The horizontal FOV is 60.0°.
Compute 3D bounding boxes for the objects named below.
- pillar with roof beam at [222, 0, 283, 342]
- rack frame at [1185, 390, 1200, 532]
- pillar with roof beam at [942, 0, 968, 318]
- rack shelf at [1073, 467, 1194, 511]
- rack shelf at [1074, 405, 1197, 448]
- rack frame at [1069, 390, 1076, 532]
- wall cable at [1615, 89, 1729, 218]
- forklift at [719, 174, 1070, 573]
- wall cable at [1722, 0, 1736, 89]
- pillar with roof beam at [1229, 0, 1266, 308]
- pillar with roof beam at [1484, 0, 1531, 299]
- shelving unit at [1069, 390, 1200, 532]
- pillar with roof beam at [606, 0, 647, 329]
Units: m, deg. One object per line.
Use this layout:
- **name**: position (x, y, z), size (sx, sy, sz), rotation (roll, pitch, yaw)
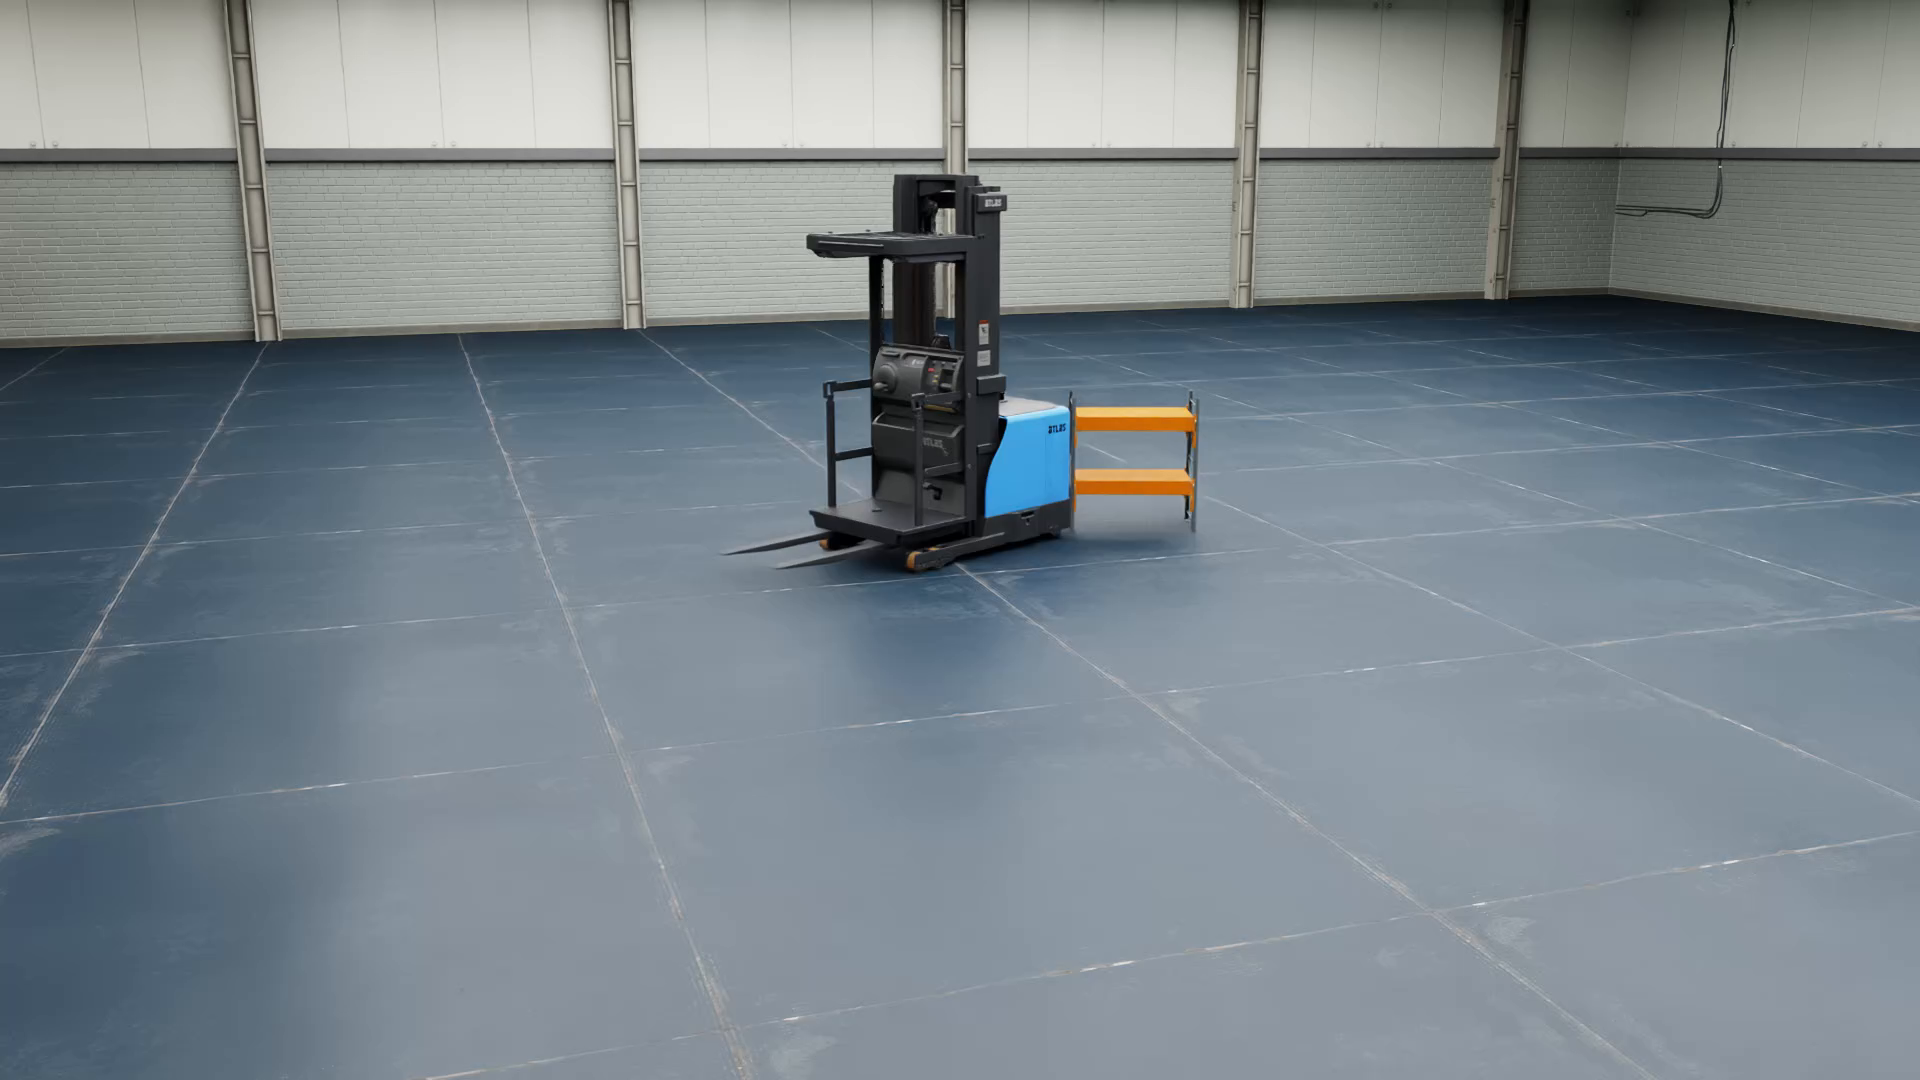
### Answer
- **pillar with roof beam**: position (-10.087, -6.750, 22.573), size (0.400, 9.000, 9.100), rotation (-4, 14, -18)
- **rack frame**: position (1.958, -0.671, 14.033), size (0.032, 1.125, 0.500), rotation (0, 13, 1)
- **pillar with roof beam**: position (1.287, -7.635, 26.296), size (0.400, 9.000, 9.100), rotation (-4, 14, -18)
- **rack shelf**: position (1.450, -0.434, 14.095), size (1.000, 0.278, 0.538), rotation (0, 13, 1)
- **rack shelf**: position (1.450, -0.957, 13.971), size (1.000, 0.278, 0.538), rotation (0, 13, 1)
- **rack frame**: position (0.942, -0.674, 14.045), size (0.032, 1.125, 0.500), rotation (0, 13, 1)
- **wall cable**: position (14.501, -7.882, 34.043), size (0.112, 2.526, 3.097), rotation (-4, 14, -18)
- **forklift**: position (-0.478, -1.307, 12.805), size (1.130, 2.935, 3.031), rotation (13, 18, 43)
- **wall cable**: position (15.364, -9.746, 30.964), size (0.112, 2.526, 3.097), rotation (-4, 14, -18)
- **pillar with roof beam**: position (6.973, -8.078, 28.158), size (0.400, 9.000, 9.100), rotation (-4, 14, -18)
- **pillar with roof beam**: position (12.660, -8.521, 30.019), size (0.400, 9.000, 9.100), rotation (-4, 14, -18)
- **shelving unit**: position (1.450, -0.672, 14.039), size (1.048, 1.125, 0.538), rotation (0, 13, 1)
- **pillar with roof beam**: position (-4.400, -7.192, 24.434), size (0.400, 9.000, 9.100), rotation (-4, 14, -18)
